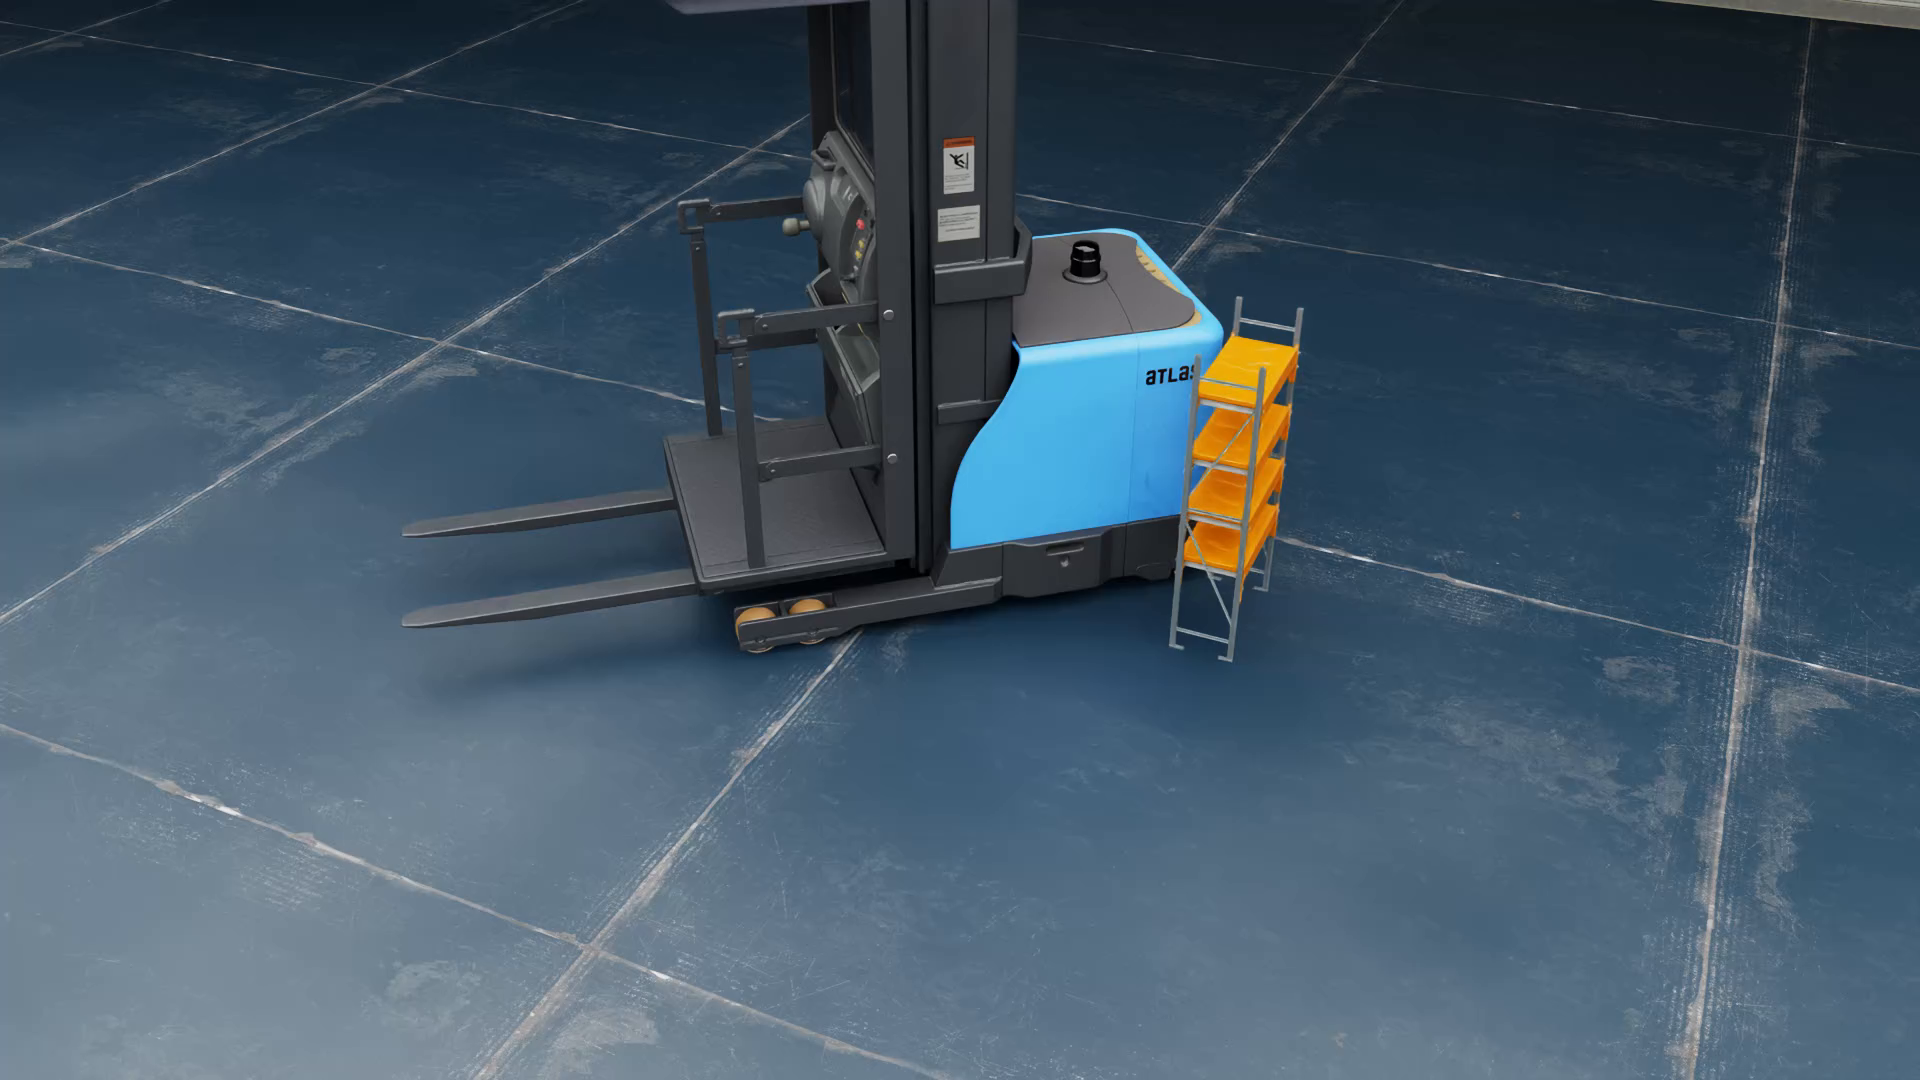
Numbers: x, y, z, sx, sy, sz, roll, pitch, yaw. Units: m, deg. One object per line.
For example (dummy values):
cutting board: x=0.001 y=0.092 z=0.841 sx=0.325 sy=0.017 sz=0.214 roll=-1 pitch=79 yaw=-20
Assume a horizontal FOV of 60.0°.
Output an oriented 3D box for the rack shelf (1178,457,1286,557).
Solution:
rack shelf: x=0.985 y=-0.150 z=6.007 sx=0.258 sy=0.148 sz=0.480 roll=14 pitch=36 yaw=20

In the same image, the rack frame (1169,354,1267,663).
rack frame: x=0.886 y=-0.084 z=5.784 sx=0.240 sy=1.200 sz=0.015 roll=14 pitch=36 yaw=20

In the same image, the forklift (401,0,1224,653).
forklift: x=-0.606 y=-1.133 z=5.805 sx=3.031 sy=2.935 sz=1.130 roll=-9 pitch=34 yaw=-13

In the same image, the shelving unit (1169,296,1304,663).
shelving unit: x=0.985 y=-0.207 z=5.970 sx=0.258 sy=1.200 sz=0.503 roll=14 pitch=36 yaw=20

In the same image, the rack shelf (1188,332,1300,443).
rack shelf: x=0.986 y=-0.535 z=5.755 sx=0.258 sy=0.148 sz=0.480 roll=14 pitch=36 yaw=20

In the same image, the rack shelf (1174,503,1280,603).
rack shelf: x=0.985 y=0.015 z=6.116 sx=0.258 sy=0.148 sz=0.480 roll=14 pitch=36 yaw=20

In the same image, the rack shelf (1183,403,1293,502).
rack shelf: x=0.986 y=-0.337 z=5.884 sx=0.258 sy=0.148 sz=0.480 roll=14 pitch=36 yaw=20

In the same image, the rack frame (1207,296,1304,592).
rack frame: x=1.084 y=-0.329 z=6.157 sx=0.240 sy=1.200 sz=0.015 roll=14 pitch=36 yaw=20
